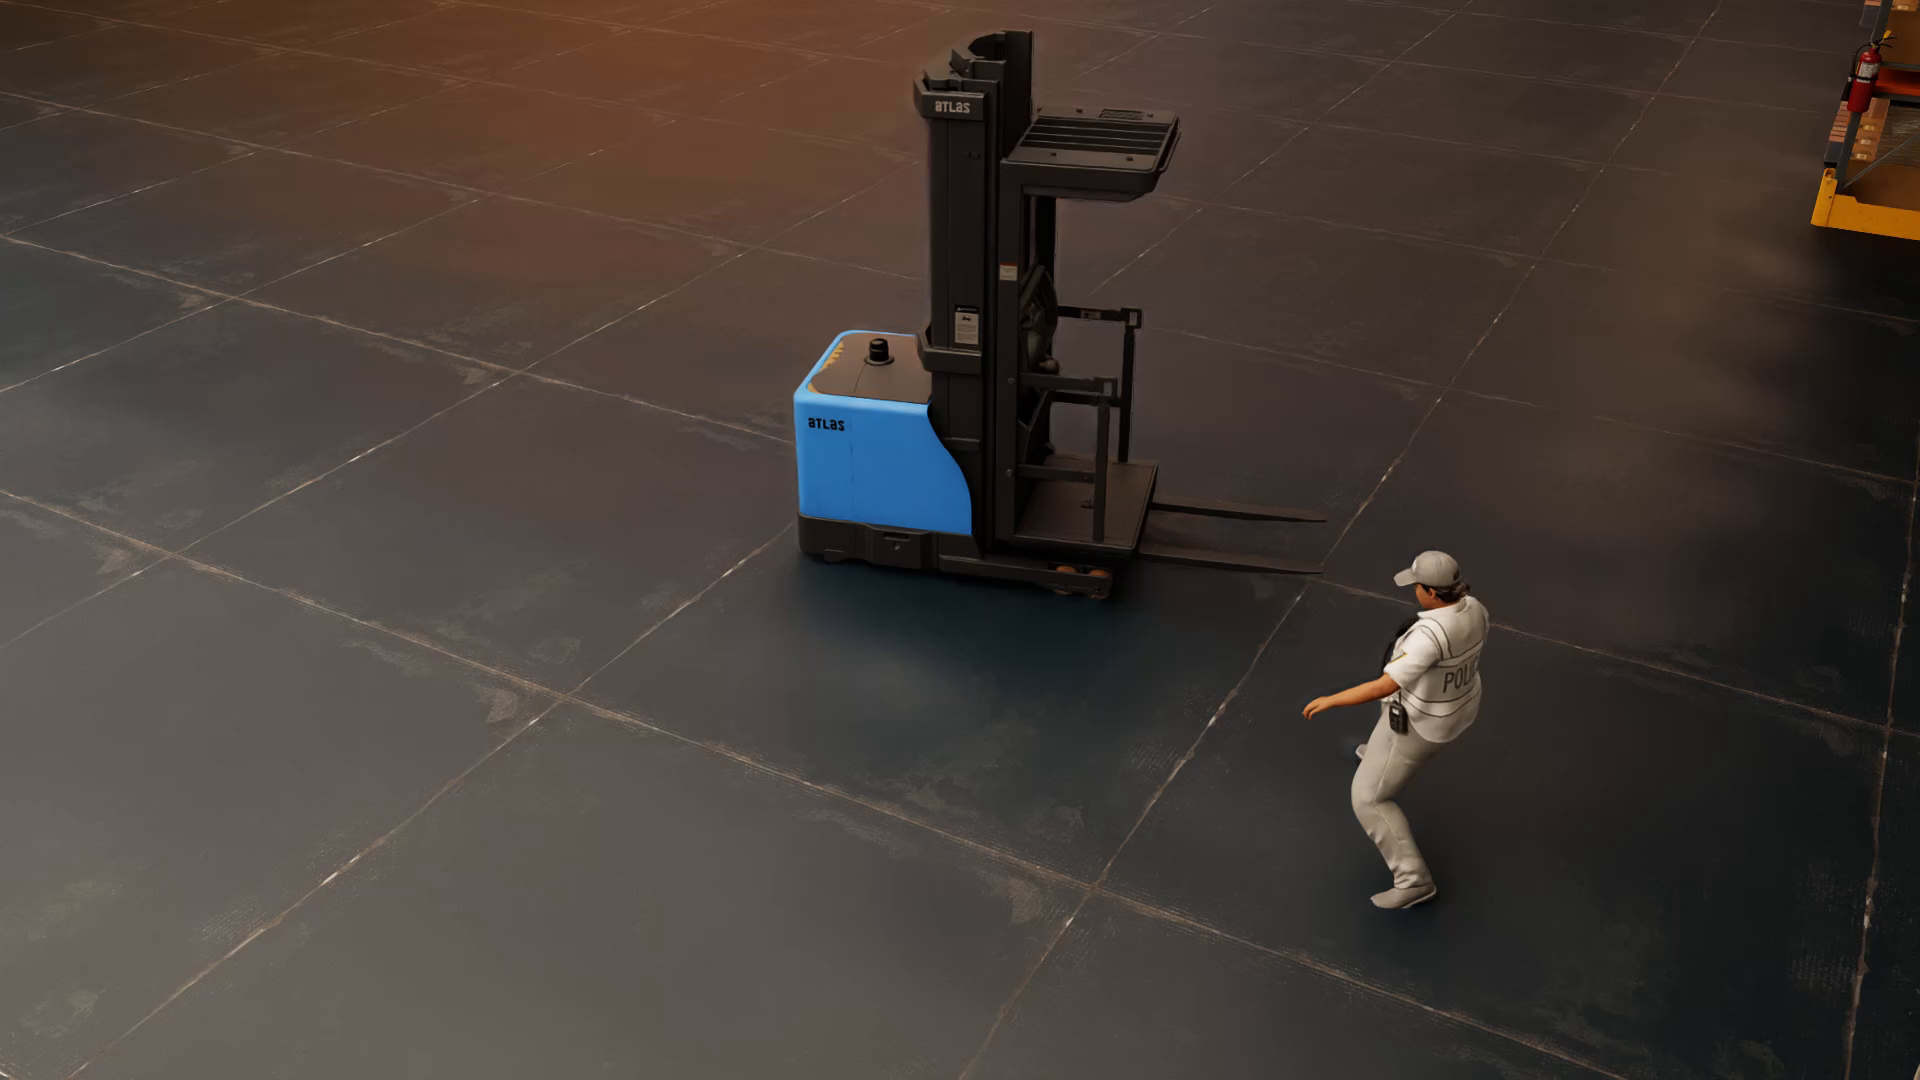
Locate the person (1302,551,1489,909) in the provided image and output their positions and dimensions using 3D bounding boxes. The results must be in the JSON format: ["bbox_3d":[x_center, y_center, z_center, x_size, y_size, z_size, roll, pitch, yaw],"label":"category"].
[{"bbox_3d":[1.970,0.714,7.309,0.939,1.535,0.823,-26,39,-37],"label":"person"}]

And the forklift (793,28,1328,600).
[{"bbox_3d":[0.621,-1.225,9.194,3.031,2.935,1.130,7,31,11],"label":"forklift"}]
